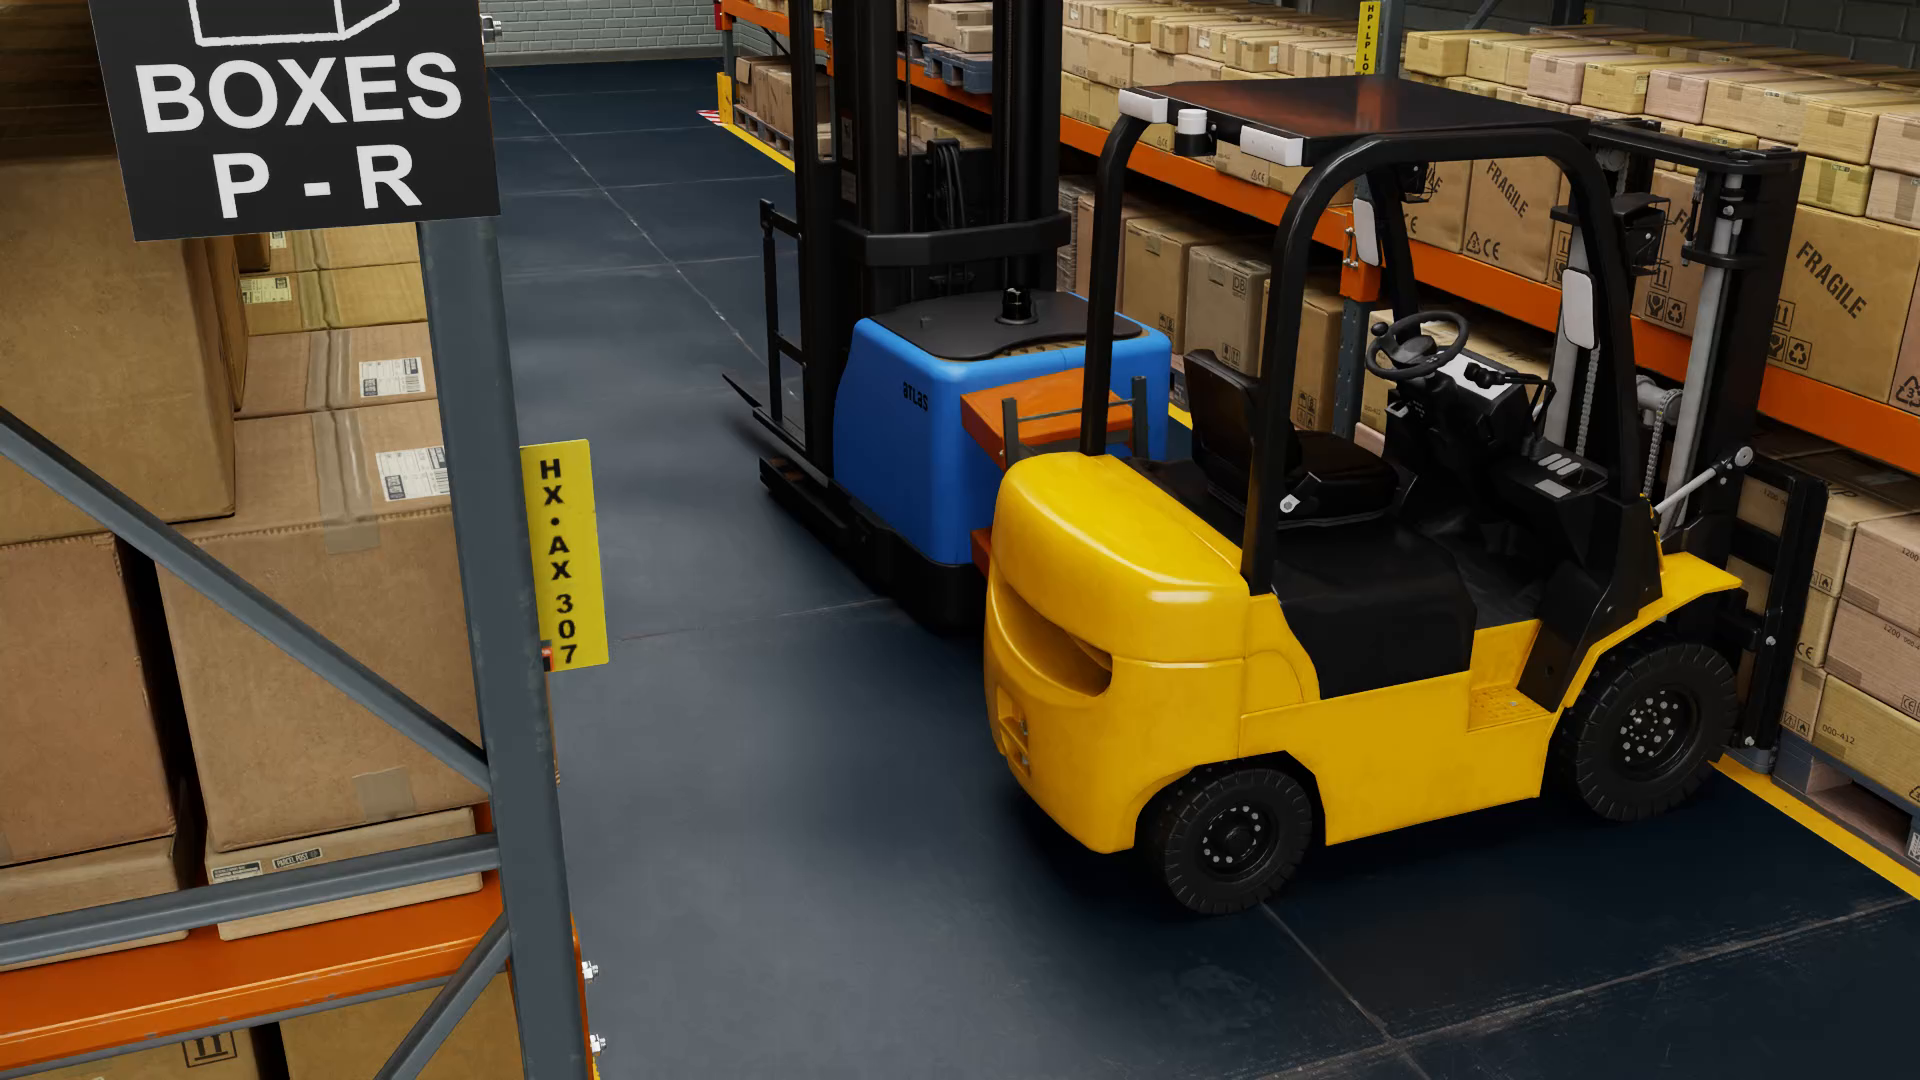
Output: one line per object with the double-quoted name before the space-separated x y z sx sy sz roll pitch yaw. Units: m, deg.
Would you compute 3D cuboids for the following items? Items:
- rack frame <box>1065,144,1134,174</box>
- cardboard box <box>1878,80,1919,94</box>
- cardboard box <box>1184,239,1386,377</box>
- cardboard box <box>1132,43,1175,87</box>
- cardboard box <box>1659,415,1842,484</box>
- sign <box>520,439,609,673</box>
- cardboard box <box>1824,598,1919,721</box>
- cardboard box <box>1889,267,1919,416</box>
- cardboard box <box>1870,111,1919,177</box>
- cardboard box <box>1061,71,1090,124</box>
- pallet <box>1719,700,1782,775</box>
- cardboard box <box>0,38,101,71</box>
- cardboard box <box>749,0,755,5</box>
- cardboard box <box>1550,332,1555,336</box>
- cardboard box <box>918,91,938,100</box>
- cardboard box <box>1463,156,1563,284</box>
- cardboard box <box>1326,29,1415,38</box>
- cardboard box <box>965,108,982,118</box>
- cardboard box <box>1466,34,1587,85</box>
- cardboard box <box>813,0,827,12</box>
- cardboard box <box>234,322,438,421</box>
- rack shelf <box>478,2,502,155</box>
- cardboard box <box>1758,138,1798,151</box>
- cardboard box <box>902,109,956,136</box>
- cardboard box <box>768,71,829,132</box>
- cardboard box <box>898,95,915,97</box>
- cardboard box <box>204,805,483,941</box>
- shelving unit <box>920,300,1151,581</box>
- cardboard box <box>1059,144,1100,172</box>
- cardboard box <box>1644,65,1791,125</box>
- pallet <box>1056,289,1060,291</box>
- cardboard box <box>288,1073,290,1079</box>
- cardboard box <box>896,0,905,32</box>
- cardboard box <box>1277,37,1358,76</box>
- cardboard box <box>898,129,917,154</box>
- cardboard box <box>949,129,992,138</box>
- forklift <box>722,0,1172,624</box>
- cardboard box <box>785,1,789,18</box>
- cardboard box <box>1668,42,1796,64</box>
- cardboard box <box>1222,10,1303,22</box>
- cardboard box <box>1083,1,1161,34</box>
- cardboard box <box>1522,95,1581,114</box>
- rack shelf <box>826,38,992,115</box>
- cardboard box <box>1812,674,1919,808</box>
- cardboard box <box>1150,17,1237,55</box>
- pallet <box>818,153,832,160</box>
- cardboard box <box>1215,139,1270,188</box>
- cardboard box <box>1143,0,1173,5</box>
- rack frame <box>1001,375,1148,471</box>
"rack frame" 0.778 -3.090 10.720 1.000 3.000 0.127 -8 24 -19
"cardboard box" 3.165 -1.383 5.322 0.380 0.149 0.250 -8 24 -19
"cardboard box" 1.729 -1.207 8.769 0.875 0.625 0.625 -9 24 -20
"cardboard box" 1.254 -2.500 8.869 0.500 0.250 0.500 -8 24 -18
"cardboard box" 2.604 -0.247 5.686 0.500 0.250 0.500 -9 24 -20
"sign" -0.531 0.025 2.213 0.100 0.325 0.005 -8 24 -19
"cardboard box" 2.972 0.342 4.932 0.500 0.250 0.500 -9 24 -20
"cardboard box" 3.010 -0.562 4.593 0.500 0.500 0.500 -8 24 -17
"cardboard box" 2.832 -1.124 4.707 0.380 0.149 0.250 -8 24 -18
"cardboard box" 0.879 -2.643 9.852 0.500 0.250 0.500 -9 24 -20
"pallet" 2.867 0.387 6.061 1.003 0.211 1.213 -8 24 -19
"cardboard box" -1.871 -0.657 3.147 0.700 0.500 0.500 -9 24 -20
"cardboard box" -1.898 -5.447 16.635 0.380 0.149 0.250 -8 24 -17
"cardboard box" 2.739 -0.690 6.737 0.500 0.250 0.500 -9 24 -20
"cardboard box" -0.138 -3.695 13.998 0.380 0.149 0.250 -8 24 -19
"cardboard box" 2.303 -1.299 6.341 0.500 0.500 0.500 -8 24 -18
"cardboard box" 2.025 -2.425 8.177 0.380 0.149 0.250 -9 24 -20
"cardboard box" 0.262 -3.326 13.121 0.380 0.149 0.250 -8 24 -18
"cardboard box" 2.219 -1.882 6.507 0.380 0.149 0.250 -8 24 -18
"cardboard box" -1.043 -4.763 14.499 0.500 0.250 0.500 -8 24 -18
"cardboard box" -1.132 -0.082 3.071 0.500 0.500 0.500 -8 24 -17
"rack shelf" -1.745 -1.279 3.486 1.077 0.370 4.000 -8 24 -19
"cardboard box" 2.739 -1.182 5.228 0.380 0.149 0.250 -9 24 -19
"cardboard box" -0.238 -3.252 12.945 0.380 0.149 0.250 -7 24 -17
"cardboard box" -1.562 -4.282 16.225 0.500 0.500 0.500 -8 24 -18
"cardboard box" -0.587 -3.627 13.837 0.380 0.149 0.250 -9 24 -20
"cardboard box" -0.965 0.463 2.613 0.380 0.149 0.250 -8 24 -19
"shelving unit" 0.274 -0.183 6.182 0.538 1.125 1.048 -11 25 -13
"cardboard box" 0.885 -2.663 11.549 0.380 0.149 0.250 -7 24 -16
"cardboard box" 2.555 -1.505 5.612 0.380 0.149 0.250 -8 24 -19
"pallet" 1.032 -1.501 10.539 1.003 0.211 1.213 -8 24 -19
"cardboard box" -1.584 1.307 3.287 0.500 0.250 0.500 -8 24 -19
"cardboard box" -0.213 -4.104 12.454 0.700 0.500 0.500 -8 24 -19
"cardboard box" 1.717 -2.263 7.793 0.380 0.149 0.250 -8 24 -19
"cardboard box" -0.305 -3.005 13.194 0.500 0.500 0.500 -9 25 -21
"cardboard box" 0.138 -2.874 12.050 0.380 0.149 0.250 -8 24 -17
"forklift" -0.281 -1.569 7.199 1.130 2.935 3.031 -11 25 -24
"cardboard box" -1.395 -4.880 15.289 0.380 0.149 0.250 -9 24 -20
"cardboard box" 2.889 -1.771 6.243 0.380 0.149 0.250 -9 24 -20
"cardboard box" 1.642 -2.790 9.043 0.380 0.149 0.250 -8 24 -17
"cardboard box" 0.929 -2.999 9.540 0.380 0.149 0.250 -8 24 -18
"cardboard box" 2.286 -1.545 6.091 0.380 0.149 0.250 -8 24 -18
"rack shelf" 0.071 -3.486 12.584 1.077 0.370 4.000 -8 24 -19
"cardboard box" 2.976 0.581 5.010 0.500 0.250 0.500 -8 24 -19
"cardboard box" 1.217 -2.621 8.644 0.380 0.149 0.250 -9 24 -20
"pallet" -0.877 -3.508 15.302 1.003 0.211 1.213 -8 24 -19
"cardboard box" 1.585 -1.897 8.082 0.500 0.250 0.500 -8 24 -19
"cardboard box" 1.313 -3.163 9.928 0.380 0.149 0.250 -8 24 -19
"rack frame" 0.419 0.009 5.734 0.500 1.125 0.032 -11 25 -13
